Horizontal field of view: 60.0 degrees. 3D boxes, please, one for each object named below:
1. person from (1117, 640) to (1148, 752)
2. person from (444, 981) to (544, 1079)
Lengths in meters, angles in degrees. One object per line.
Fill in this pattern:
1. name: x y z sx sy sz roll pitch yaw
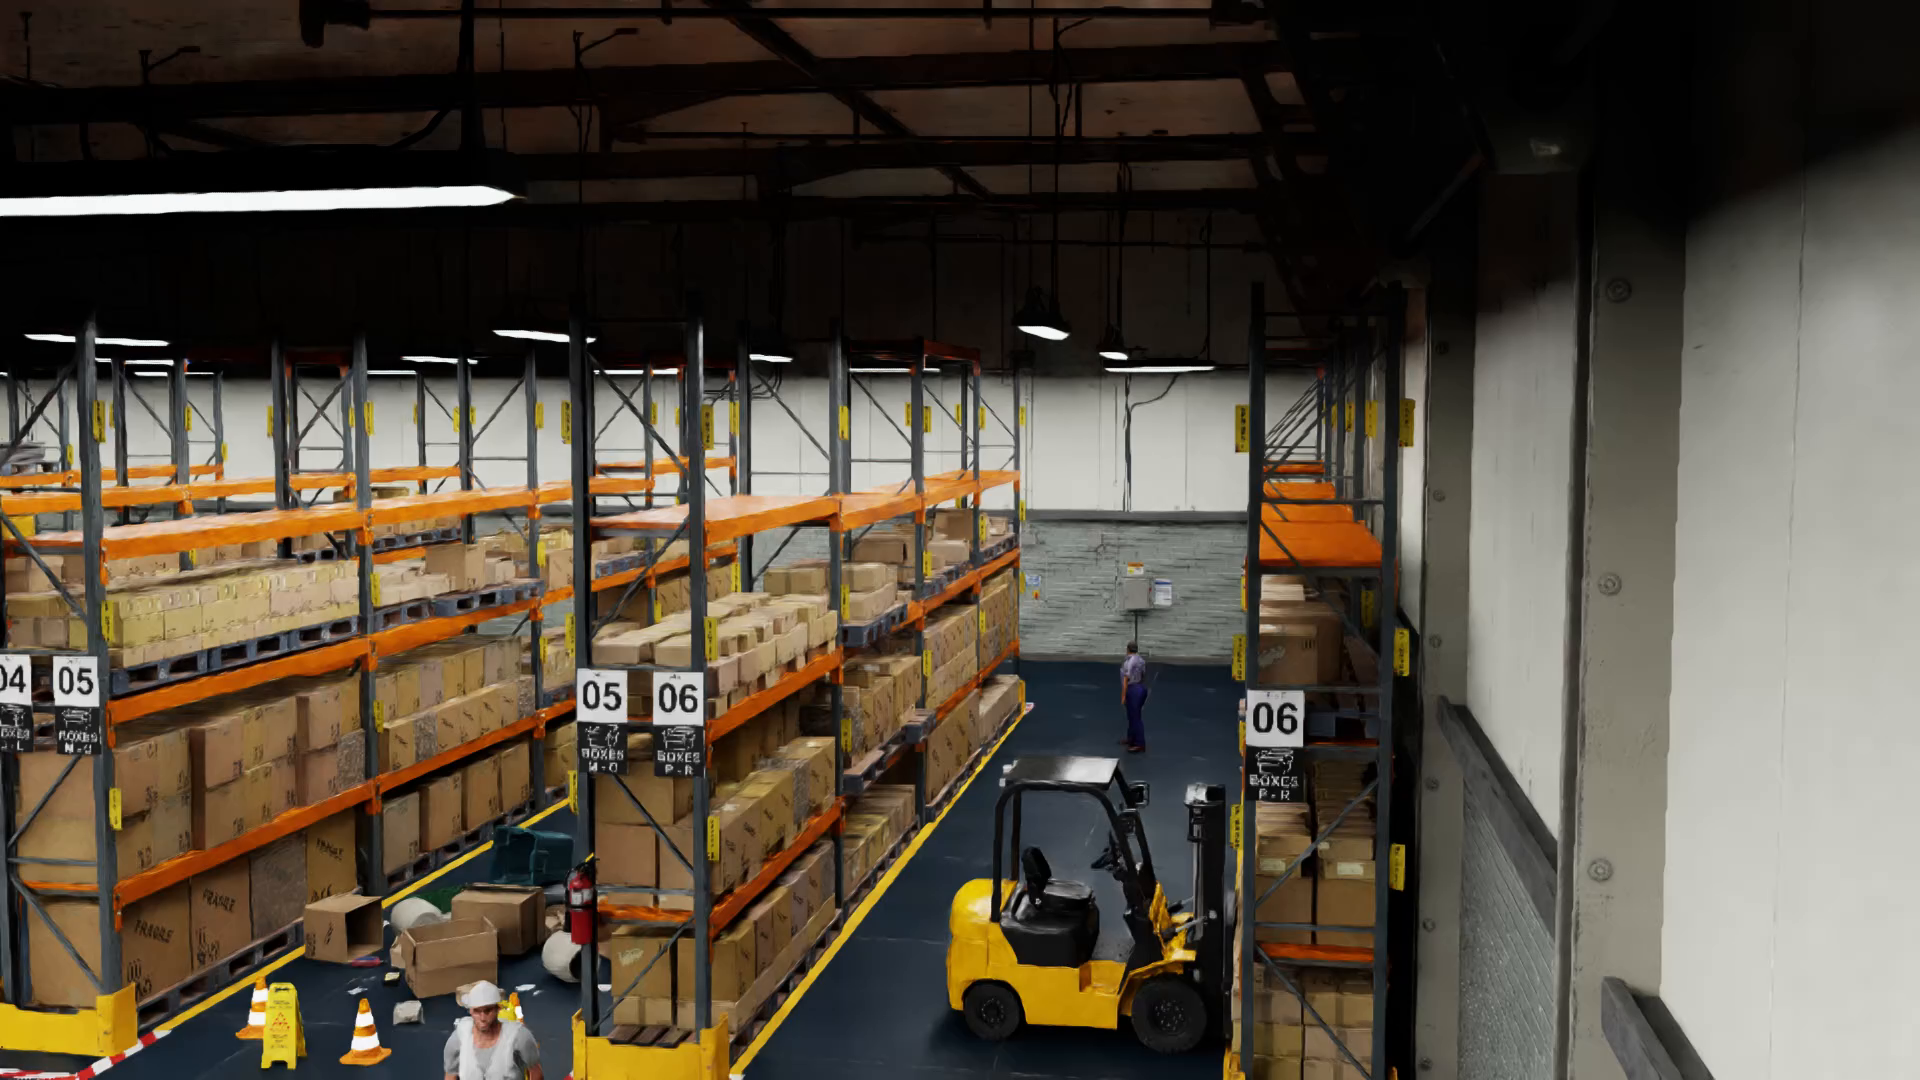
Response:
1. person: 2.583 2.321 25.031 0.569 1.638 0.617 3 5 29
2. person: -2.831 3.486 10.060 0.554 1.710 1.093 0 5 2
